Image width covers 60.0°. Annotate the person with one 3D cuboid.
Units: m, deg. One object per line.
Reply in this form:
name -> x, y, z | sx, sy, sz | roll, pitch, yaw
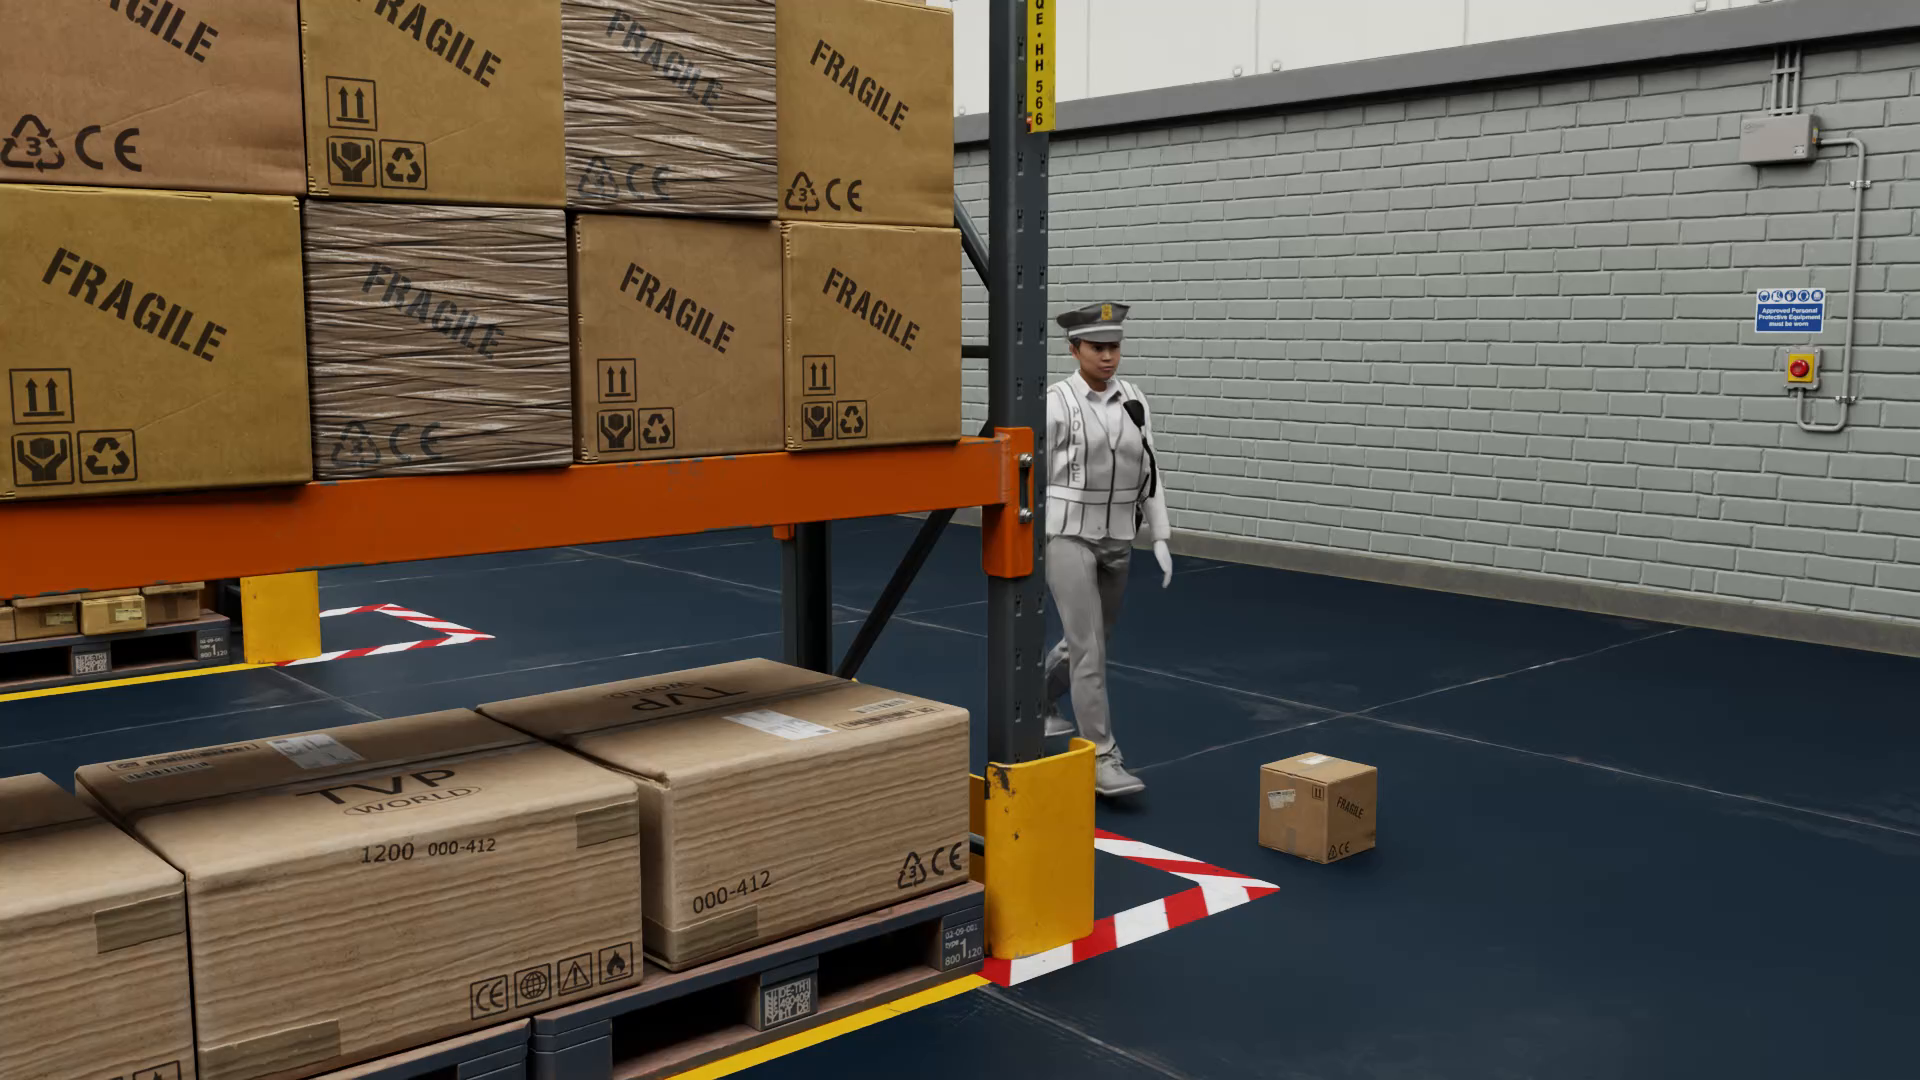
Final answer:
person -> 0.446, 0.005, 5.748 | 0.508, 1.640, 0.954 | -4, 9, -30
